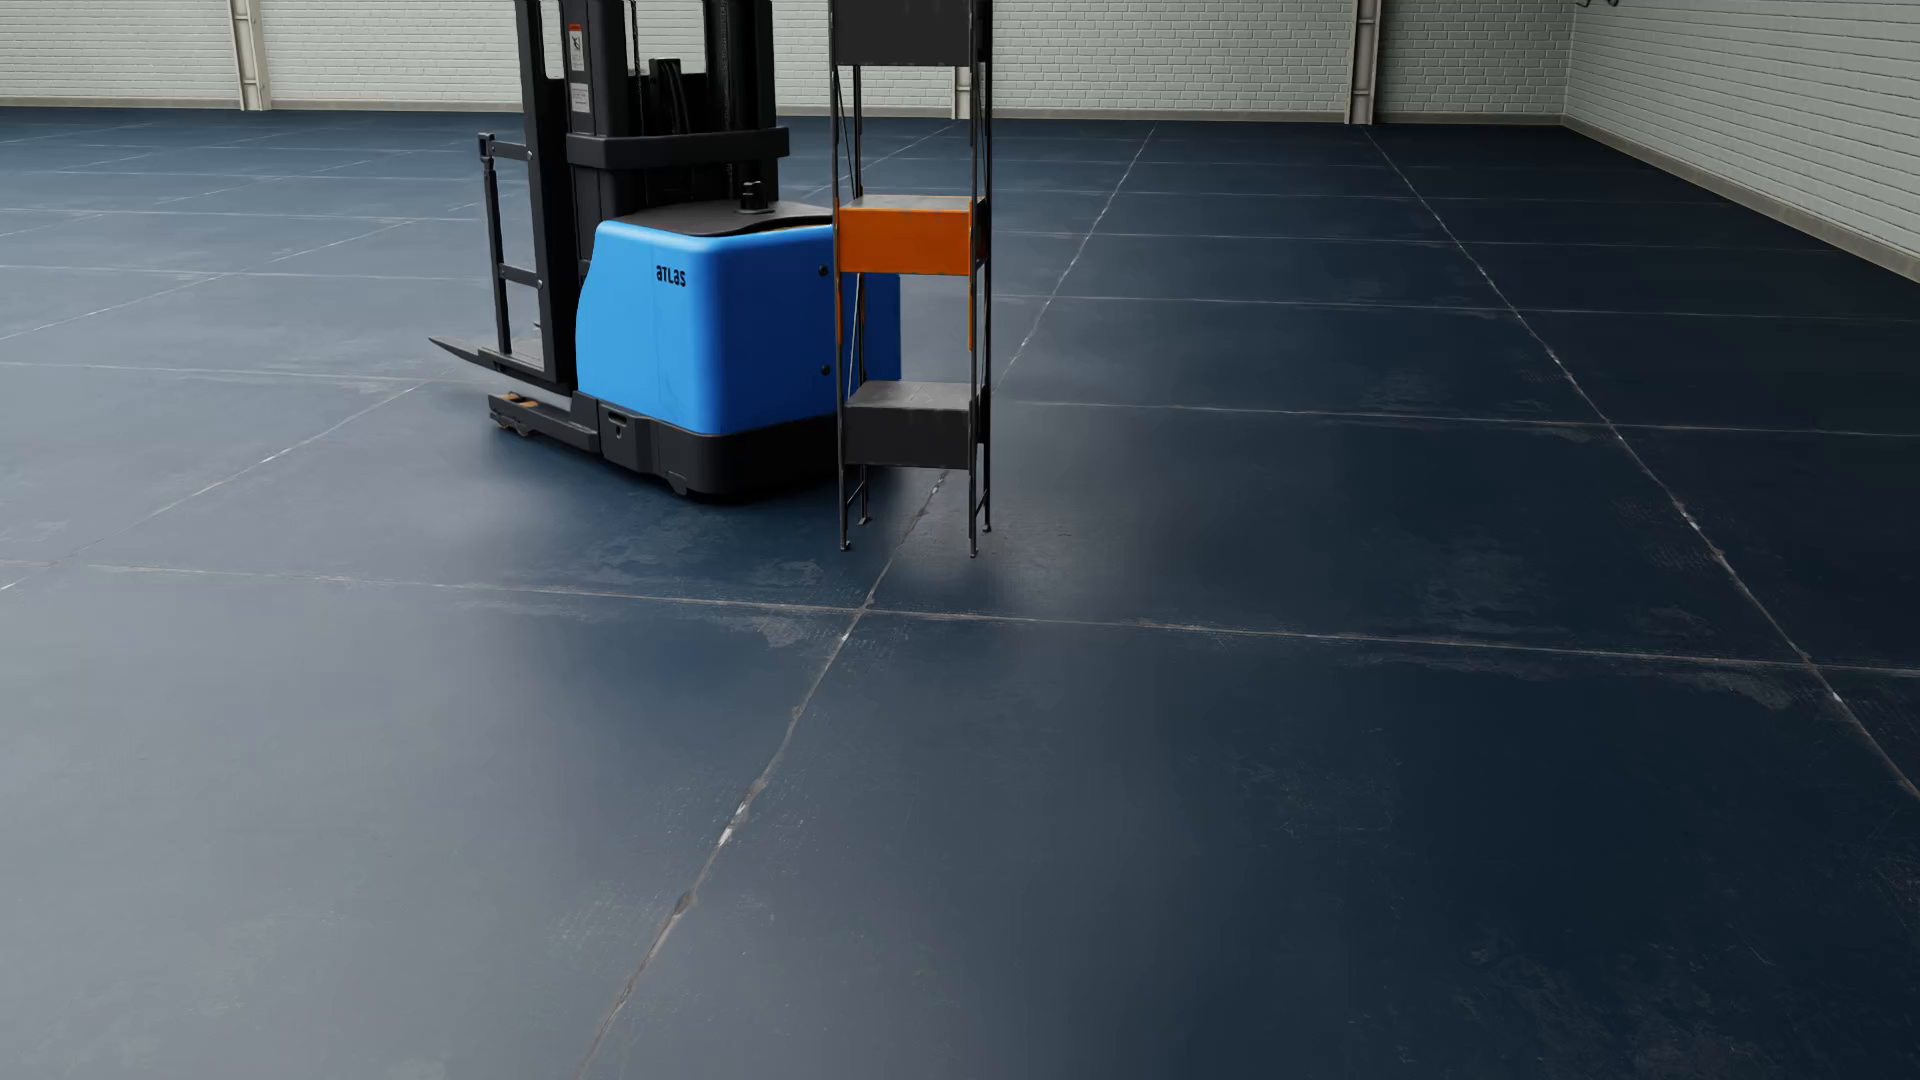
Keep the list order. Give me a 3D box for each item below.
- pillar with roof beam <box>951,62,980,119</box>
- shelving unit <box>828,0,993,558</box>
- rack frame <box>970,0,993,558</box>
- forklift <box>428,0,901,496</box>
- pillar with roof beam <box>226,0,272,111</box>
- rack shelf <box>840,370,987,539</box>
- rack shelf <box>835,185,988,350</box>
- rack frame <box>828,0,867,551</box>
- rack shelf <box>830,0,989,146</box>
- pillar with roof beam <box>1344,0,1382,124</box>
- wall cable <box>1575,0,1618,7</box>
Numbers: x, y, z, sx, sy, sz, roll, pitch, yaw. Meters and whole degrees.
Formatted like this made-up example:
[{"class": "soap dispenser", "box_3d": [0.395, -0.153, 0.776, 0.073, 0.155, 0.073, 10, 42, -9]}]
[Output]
[{"class": "pillar with roof beam", "box_3d": [-0.596, -9.513, 20.551, 0.400, 9.000, 9.100, 3, 19, 9]}, {"class": "shelving unit", "box_3d": [-0.163, -1.004, 5.995, 0.503, 2.100, 0.431, 3, 19, 9]}, {"class": "rack frame", "box_3d": [0.078, -0.992, 5.958, 0.015, 2.100, 0.400, 3, 19, 9]}, {"class": "forklift", "box_3d": [-1.579, -1.962, 7.548, 1.130, 2.935, 3.031, -15, 24, -38]}, {"class": "pillar with roof beam", "box_3d": [-12.444, -10.116, 22.356, 0.400, 9.000, 9.100, 3, 19, 9]}, {"class": "rack shelf", "box_3d": [-0.163, -0.327, 6.221, 0.480, 0.518, 0.431, 3, 19, 9]}, {"class": "rack shelf", "box_3d": [-0.163, -0.991, 5.999, 0.480, 0.518, 0.431, 3, 19, 9]}, {"class": "rack frame", "box_3d": [-0.404, -1.016, 6.032, 0.015, 2.100, 0.400, 3, 19, 9]}, {"class": "rack shelf", "box_3d": [-0.163, -1.655, 5.777, 0.480, 0.518, 0.431, 3, 19, 9]}, {"class": "pillar with roof beam", "box_3d": [5.328, -9.211, 19.649, 0.400, 9.000, 9.100, 3, 19, 9]}, {"class": "wall cable", "box_3d": [8.710, -8.524, 22.491, 0.112, 2.526, 3.097, 3, 19, 9]}]
